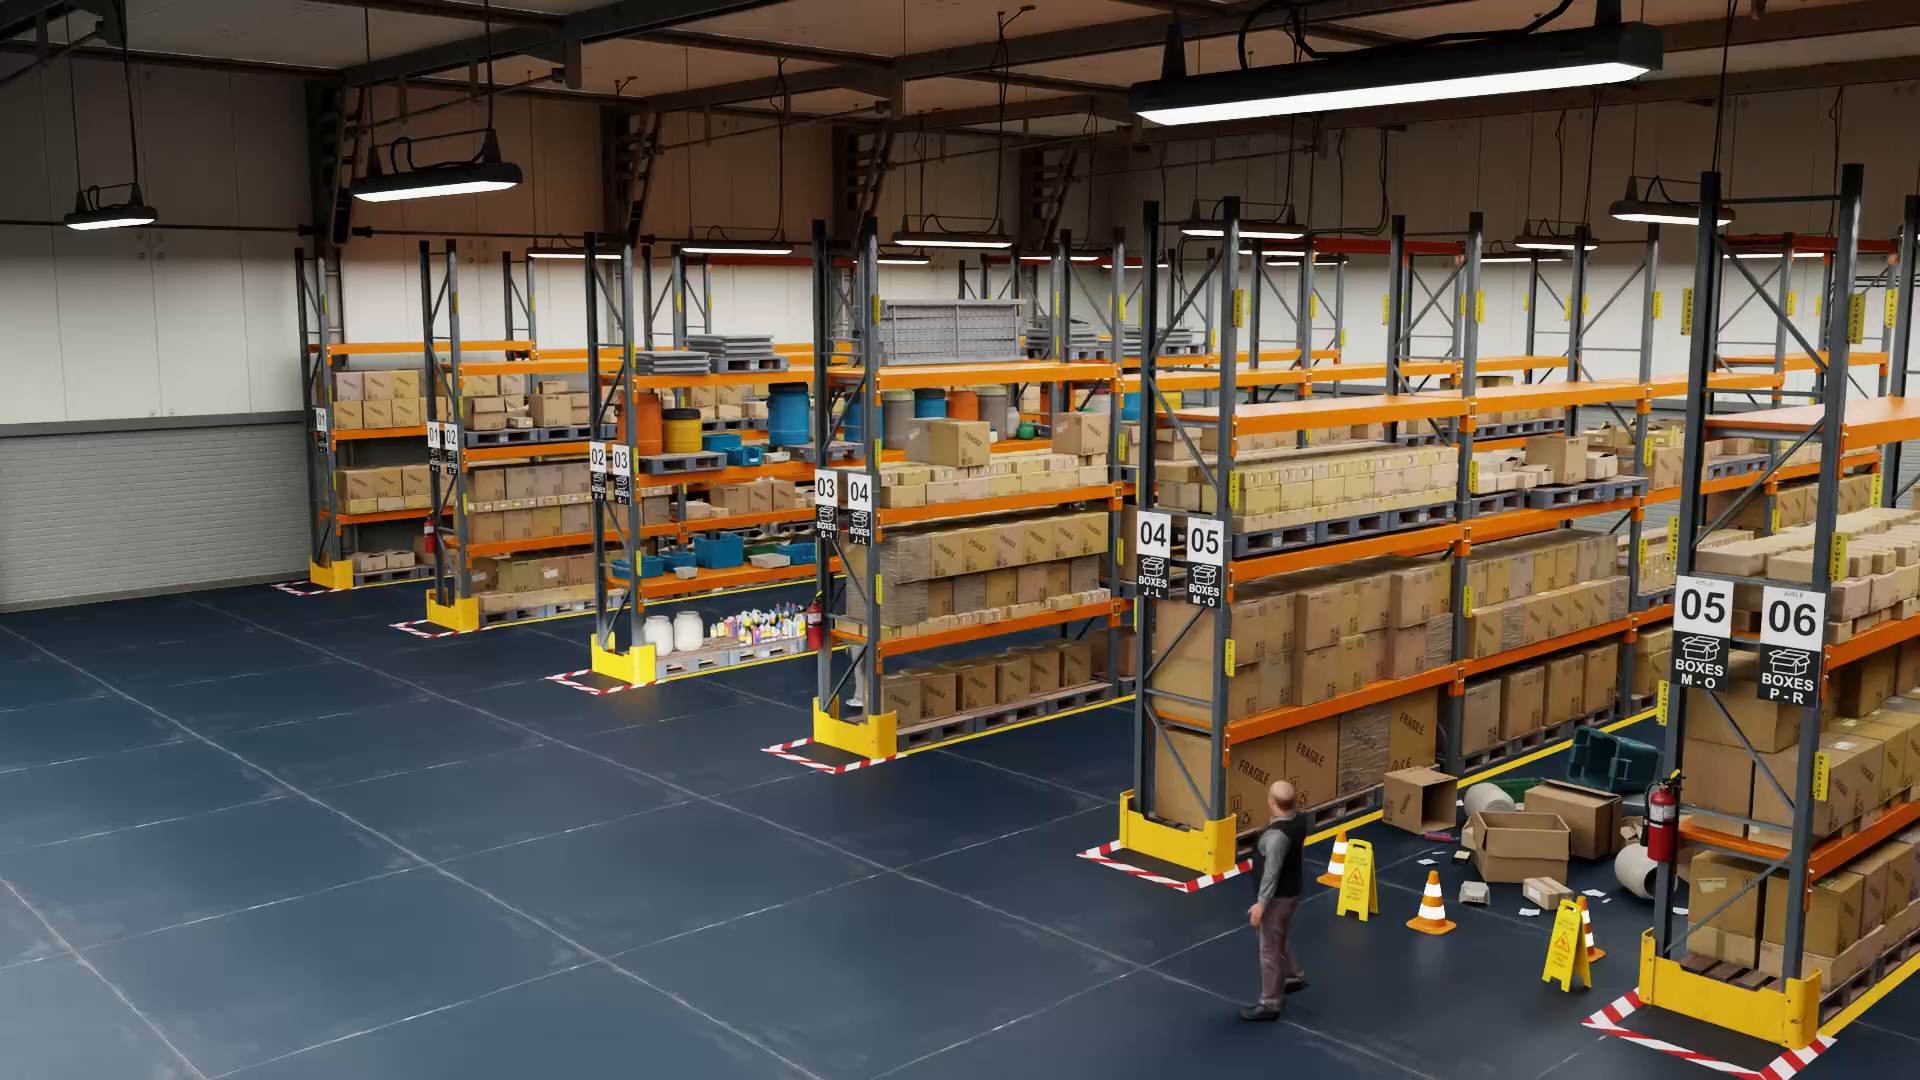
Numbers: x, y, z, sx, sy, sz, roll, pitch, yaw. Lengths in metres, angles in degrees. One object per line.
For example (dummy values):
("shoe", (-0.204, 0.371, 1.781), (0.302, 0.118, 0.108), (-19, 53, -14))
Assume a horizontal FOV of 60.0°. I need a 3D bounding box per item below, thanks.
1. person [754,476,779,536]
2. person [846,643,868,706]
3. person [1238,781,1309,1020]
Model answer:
("person", (-3.922, -0.641, 33.667), (0.613, 1.815, 0.566), (1, 8, 8))
("person", (-1.245, 1.296, 21.009), (0.352, 1.601, 0.463), (8, 11, 43))
("person", (2.290, 2.567, 11.995), (0.458, 1.722, 0.625), (3, 9, 18))
